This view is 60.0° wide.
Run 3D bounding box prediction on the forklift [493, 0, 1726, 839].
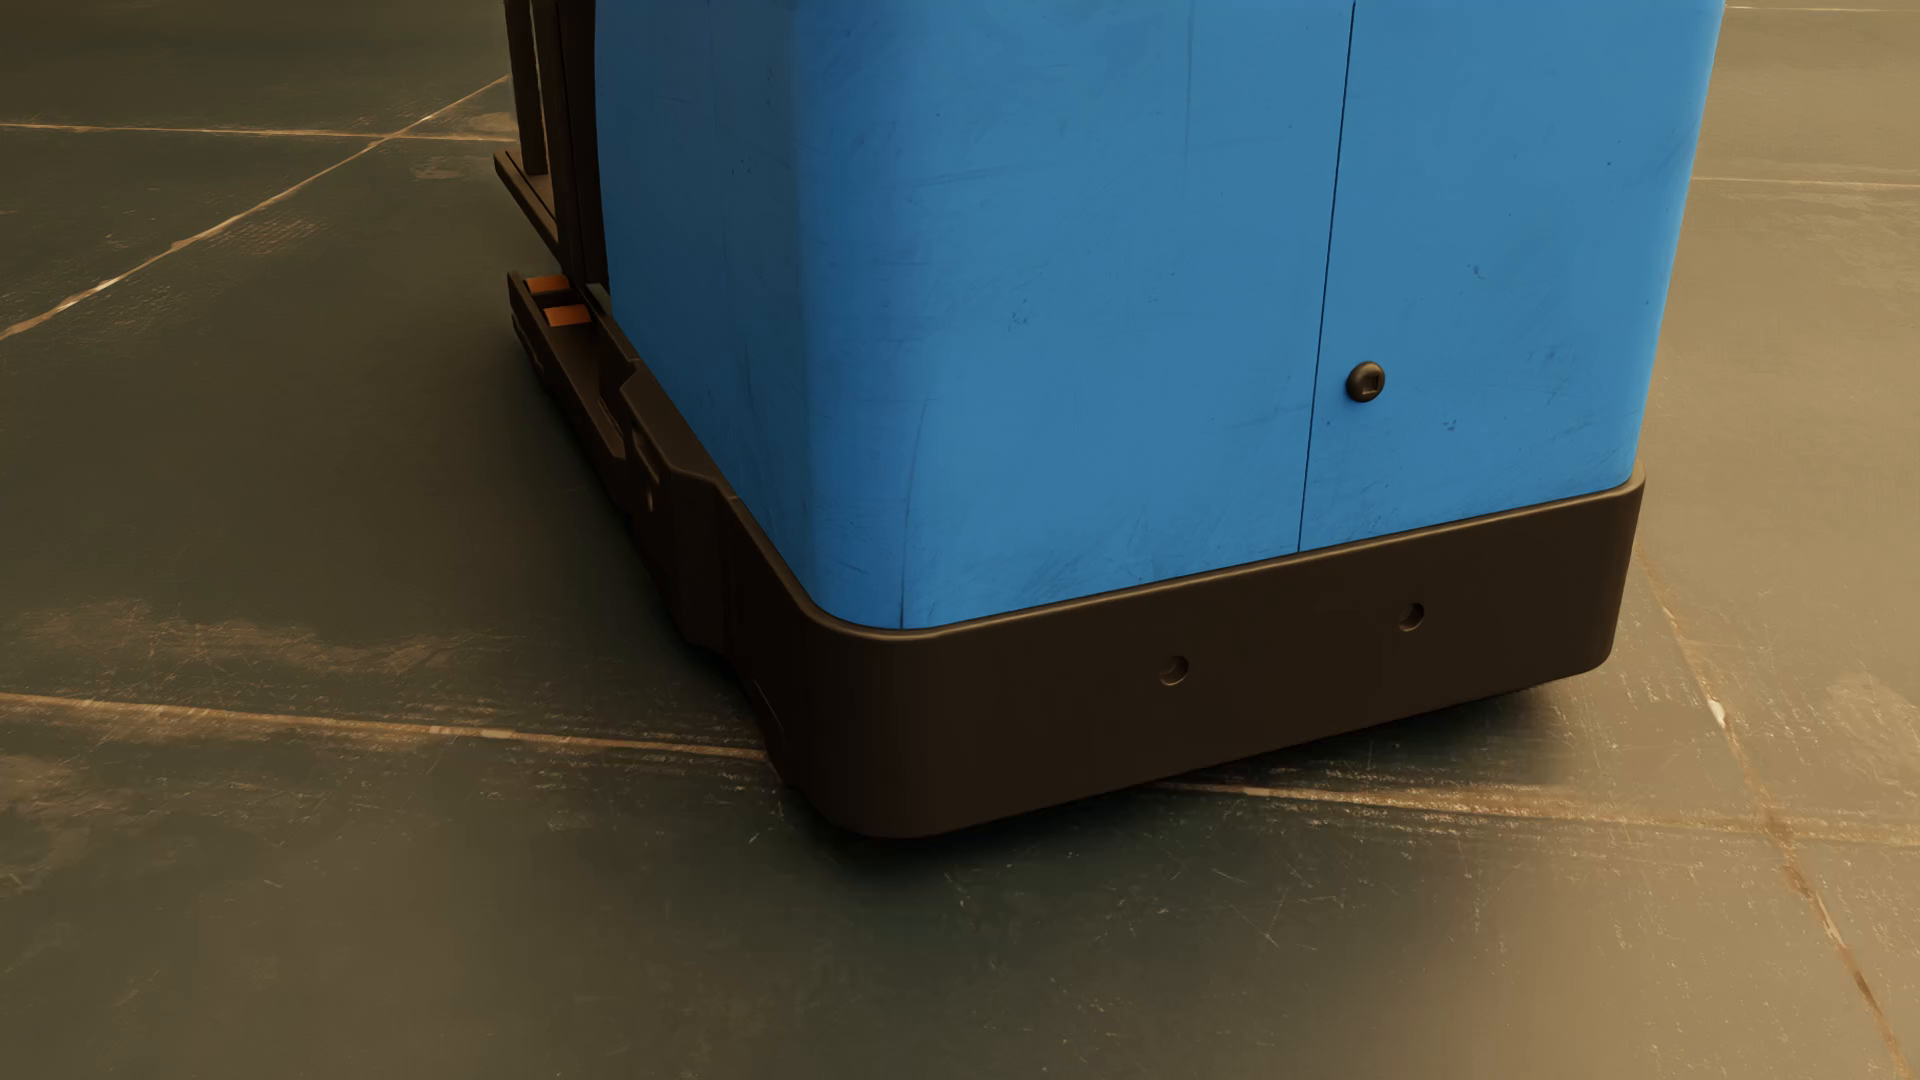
[{"bbox_3d":[-0.216,-1.637,2.498,1.130,2.935,3.031,-11,28,-20],"label":"forklift"}]
